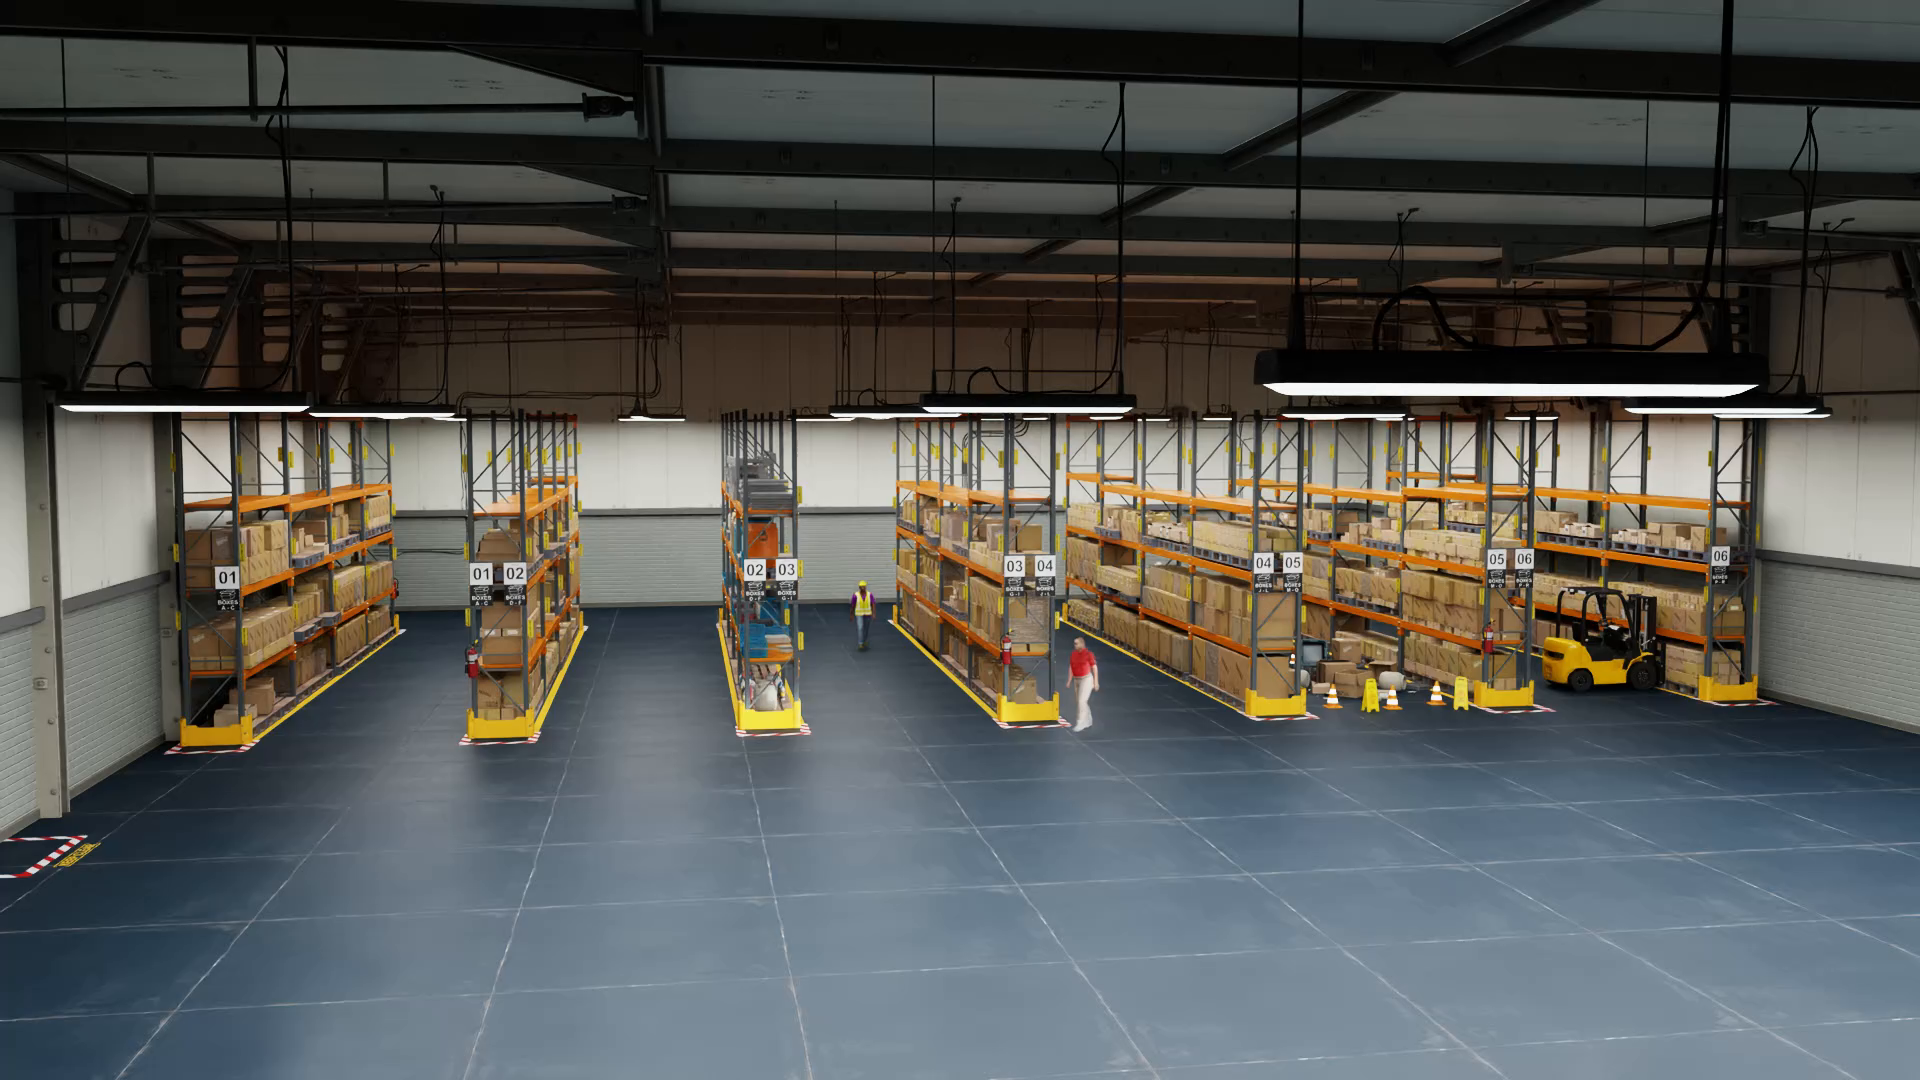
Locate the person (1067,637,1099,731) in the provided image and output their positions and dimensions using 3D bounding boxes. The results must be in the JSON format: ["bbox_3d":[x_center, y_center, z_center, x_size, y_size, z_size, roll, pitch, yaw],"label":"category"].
[{"bbox_3d":[2.236,2.687,31.195,0.761,1.719,0.612,-3,5,-39],"label":"person"}]

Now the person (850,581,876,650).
[{"bbox_3d":[-2.451,1.900,42.235,0.624,1.697,1.092,-1,4,-15],"label":"person"}]

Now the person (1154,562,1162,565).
[{"bbox_3d":[5.726,1.510,47.796,0.467,1.767,0.616,4,6,44],"label":"person"}]
